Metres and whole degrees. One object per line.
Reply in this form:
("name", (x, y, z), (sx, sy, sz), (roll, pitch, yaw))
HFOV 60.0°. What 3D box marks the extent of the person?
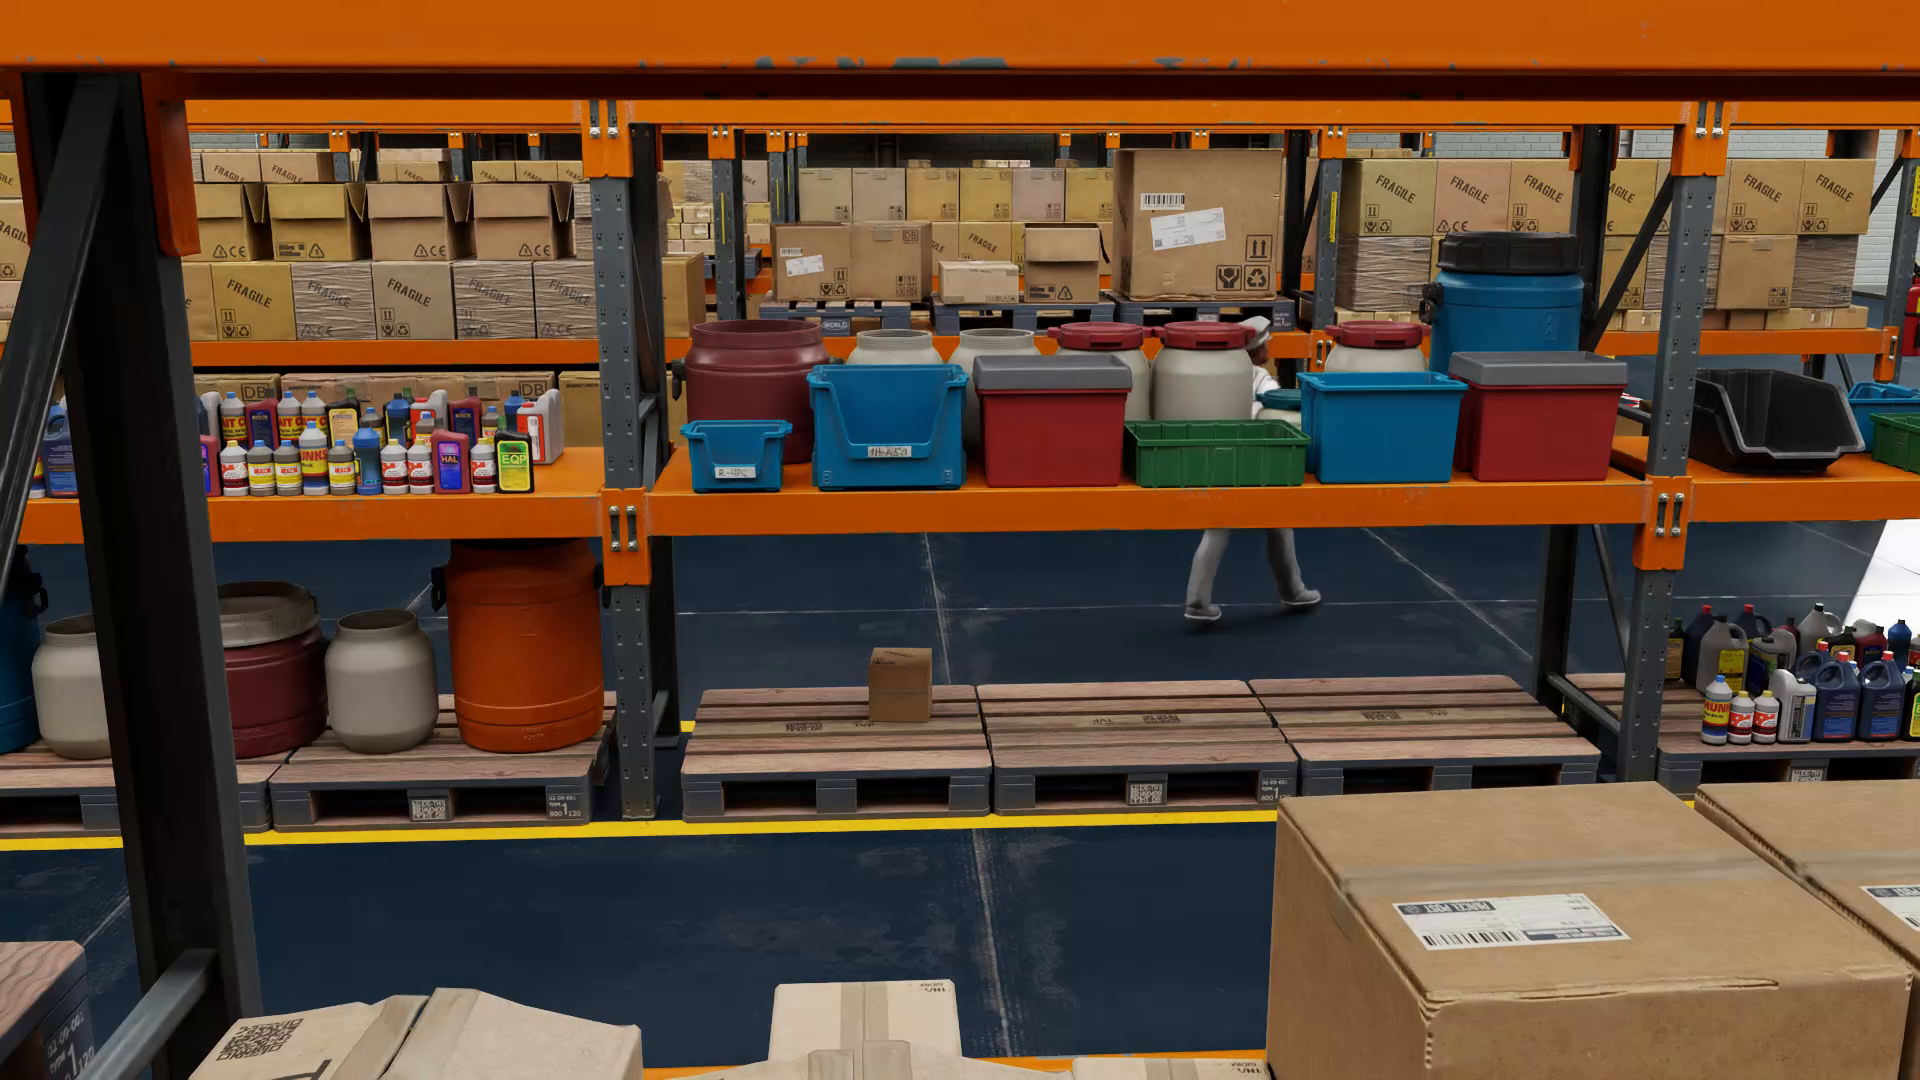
("person", (1.593, -0.402, 9.032), (0.980, 1.634, 0.442), (-13, 19, -42))
